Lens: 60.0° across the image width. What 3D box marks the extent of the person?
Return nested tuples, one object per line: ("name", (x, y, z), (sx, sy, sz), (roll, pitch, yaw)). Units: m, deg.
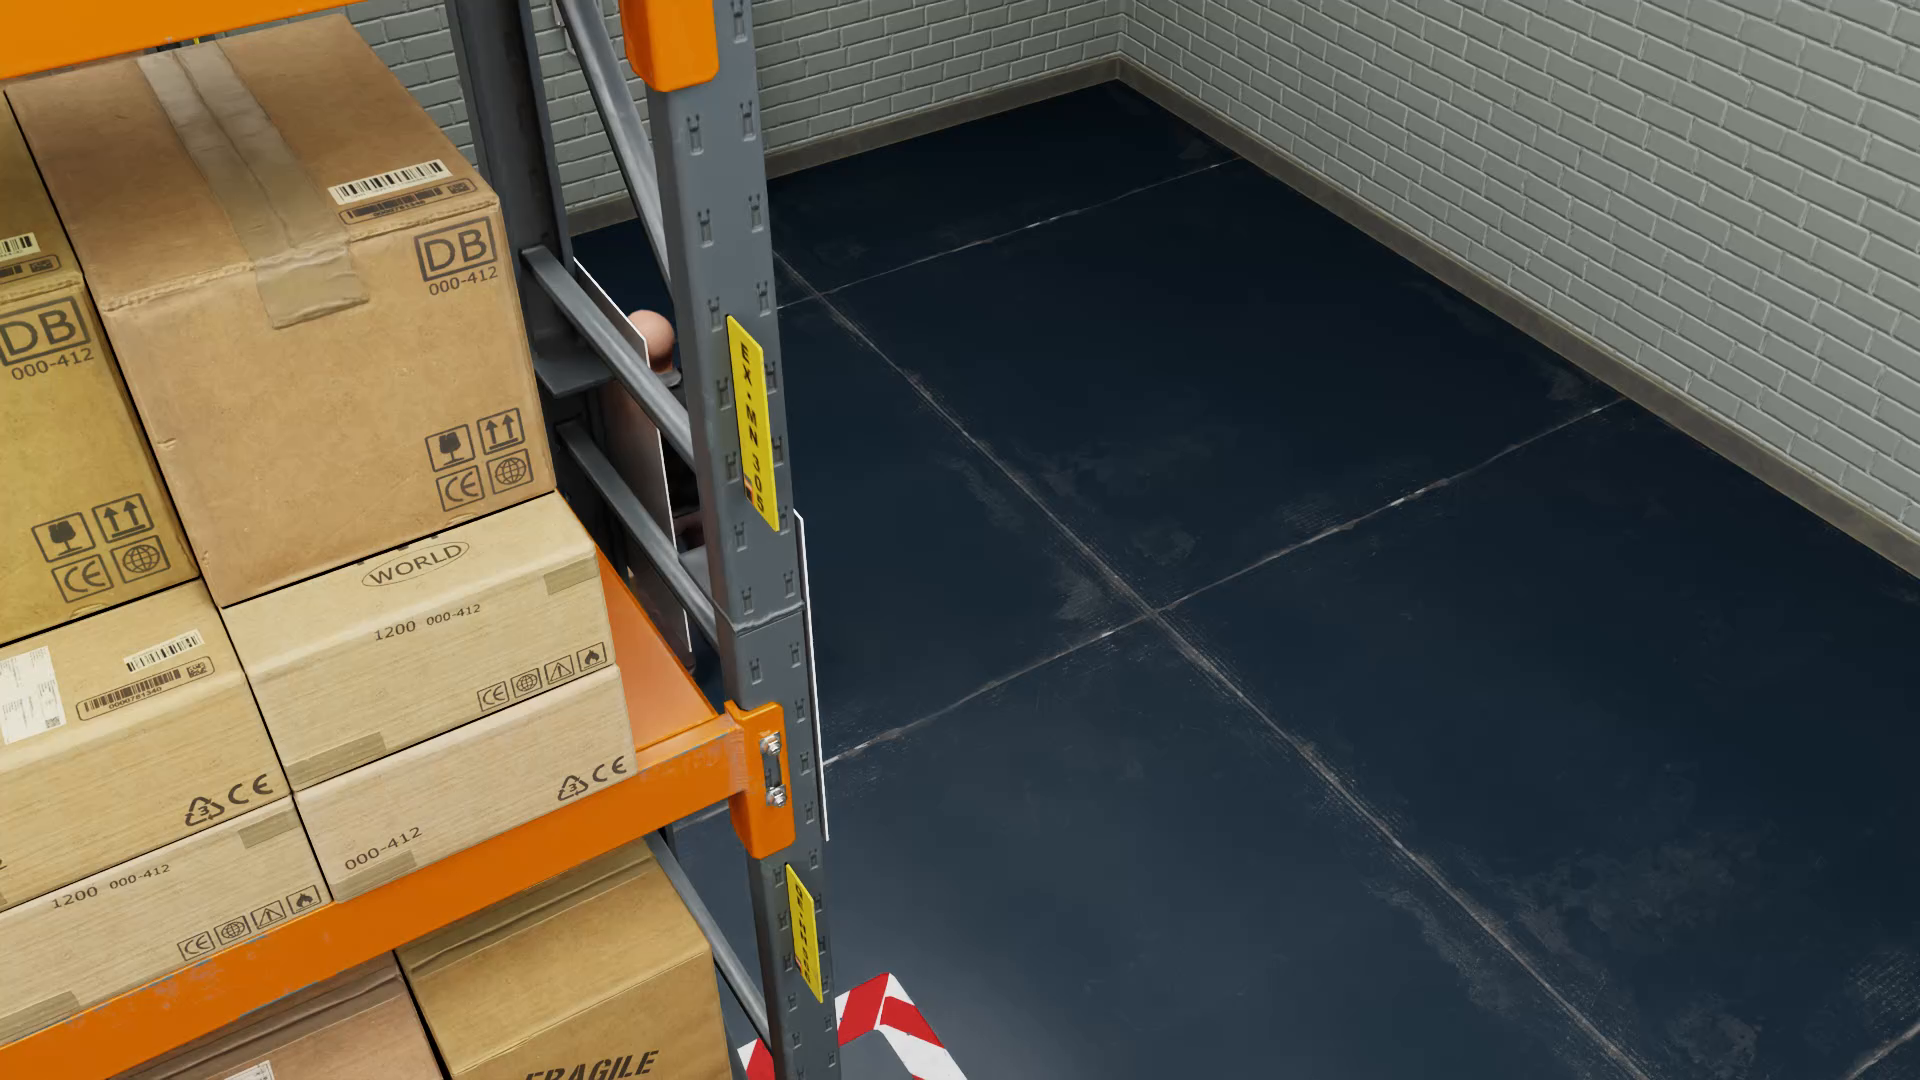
("person", (-1.115, -0.148, 6.354), (0.531, 1.715, 0.354), (-21, 45, -23))
